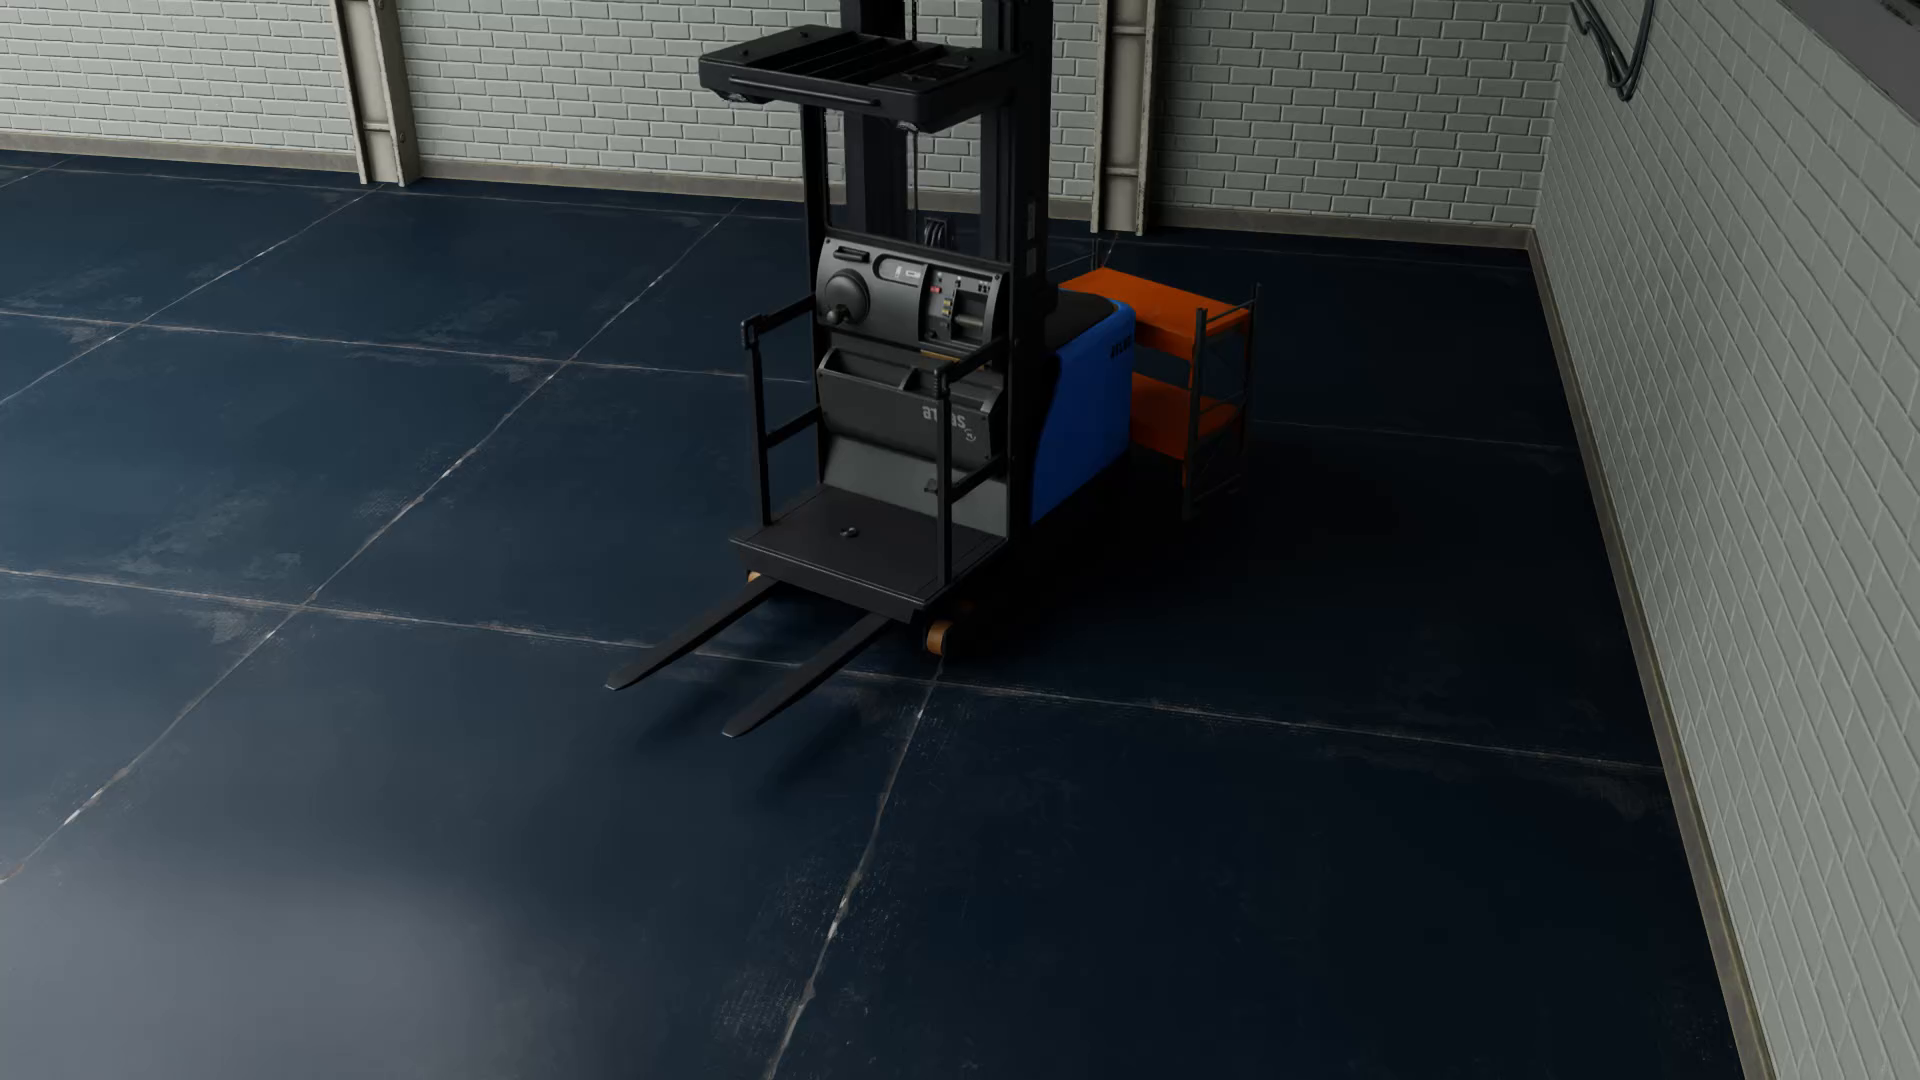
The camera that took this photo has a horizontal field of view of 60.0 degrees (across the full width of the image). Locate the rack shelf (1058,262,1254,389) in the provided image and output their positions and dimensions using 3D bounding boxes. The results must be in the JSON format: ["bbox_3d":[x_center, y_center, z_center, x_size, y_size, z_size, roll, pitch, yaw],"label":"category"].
[{"bbox_3d":[0.942,-1.111,8.499,1.000,0.278,0.538,25,37,37],"label":"rack shelf"}]

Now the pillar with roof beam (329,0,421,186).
[{"bbox_3d":[-5.563,-4.885,7.802,0.400,9.000,9.100,6,29,11],"label":"pillar with roof beam"}]

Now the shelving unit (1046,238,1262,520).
[{"bbox_3d":[0.942,-0.854,8.639,1.048,1.125,0.538,25,37,37],"label":"shelving unit"}]

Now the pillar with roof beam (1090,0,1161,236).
[{"bbox_3d":[0.305,-4.283,6.703,0.400,9.000,9.100,6,29,11],"label":"pillar with roof beam"}]

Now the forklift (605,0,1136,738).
[{"bbox_3d":[-0.341,-1.029,7.077,1.130,2.935,3.031,17,33,28],"label":"forklift"}]

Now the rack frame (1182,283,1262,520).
[{"bbox_3d":[1.310,-0.686,8.332,0.032,1.125,0.500,25,37,37],"label":"rack frame"}]

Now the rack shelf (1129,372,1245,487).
[{"bbox_3d":[0.942,-0.640,8.756,1.000,0.278,0.538,25,37,37],"label":"rack shelf"}]

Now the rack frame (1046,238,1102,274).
[{"bbox_3d":[0.573,-1.022,8.946,0.032,1.125,0.500,25,37,37],"label":"rack frame"}]

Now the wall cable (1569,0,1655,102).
[{"bbox_3d":[3.809,-4.027,9.468,0.112,2.526,3.097,6,29,11],"label":"wall cable"}]
